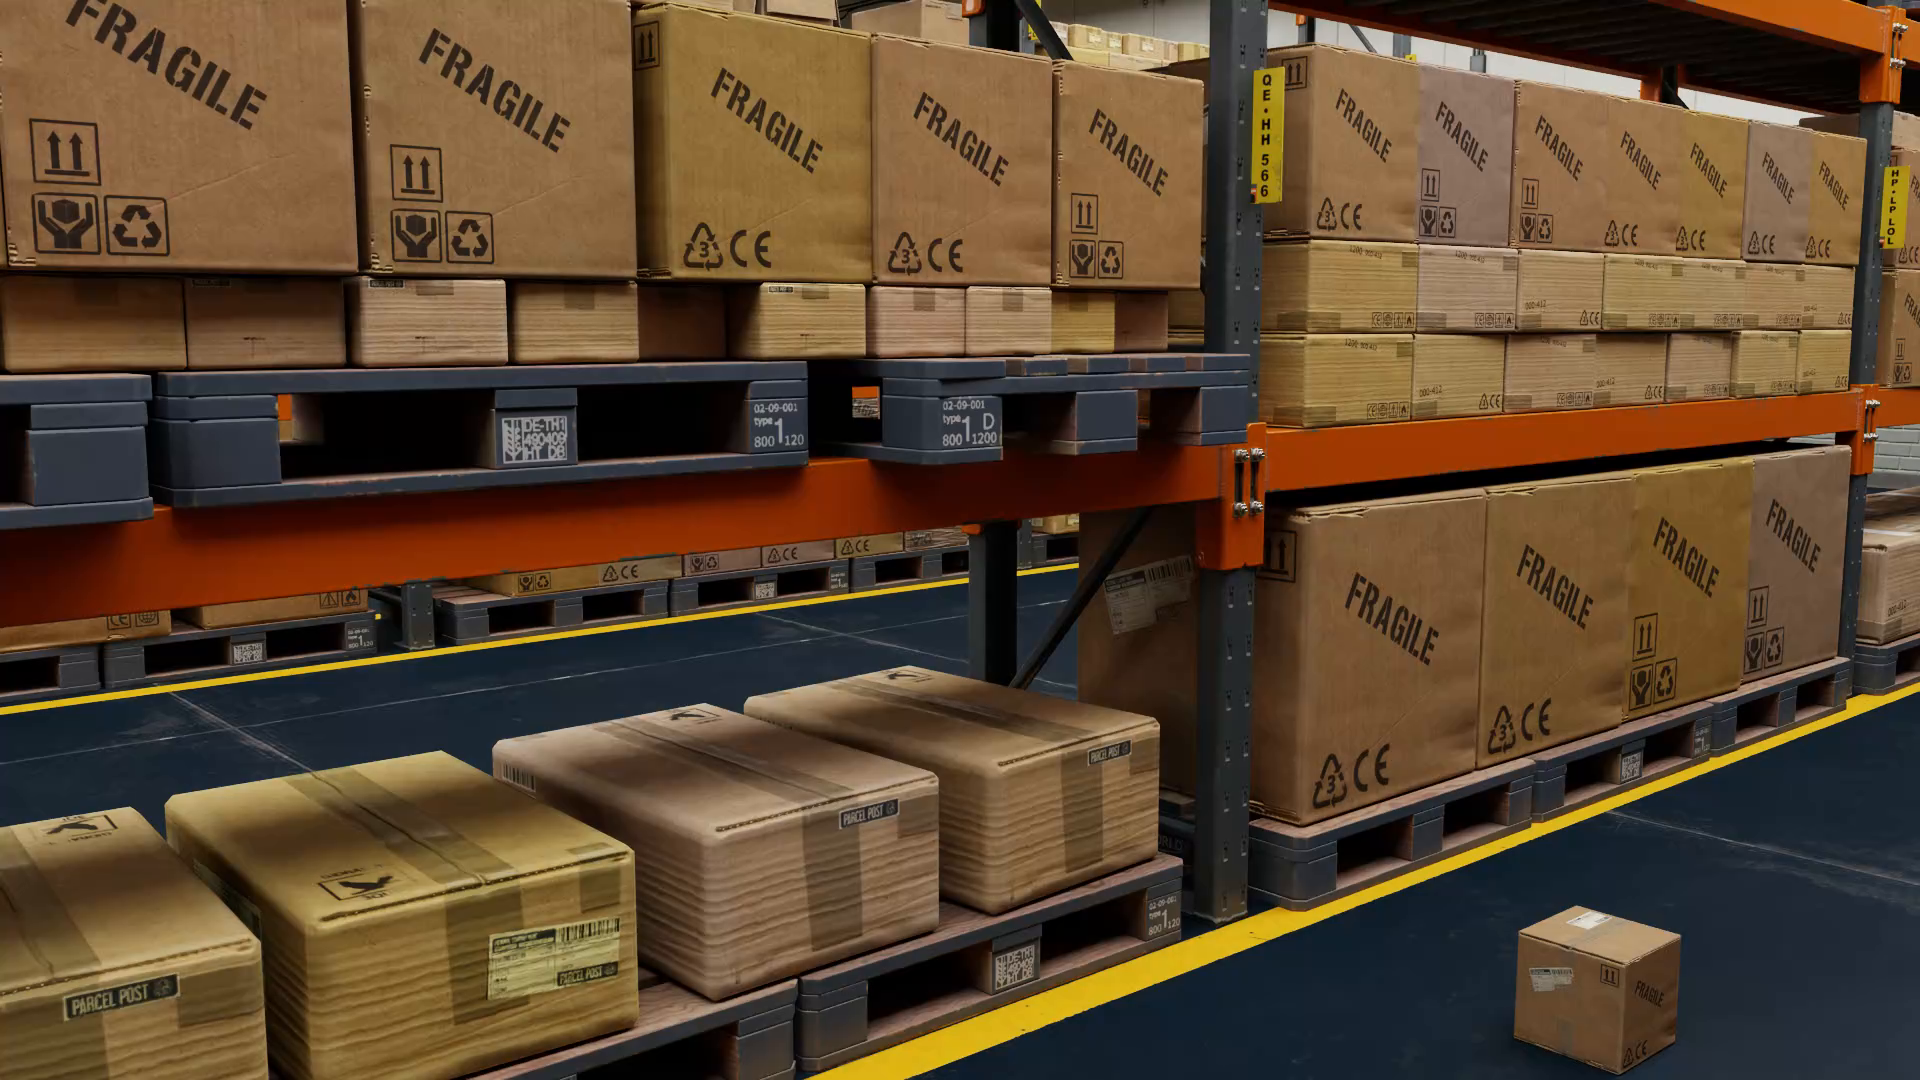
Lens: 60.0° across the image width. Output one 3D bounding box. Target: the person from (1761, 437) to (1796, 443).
[{"bbox_3d":[5.223,-0.701,10.803,0.447,1.680,0.481,-6,9,-36],"label":"person"}]
